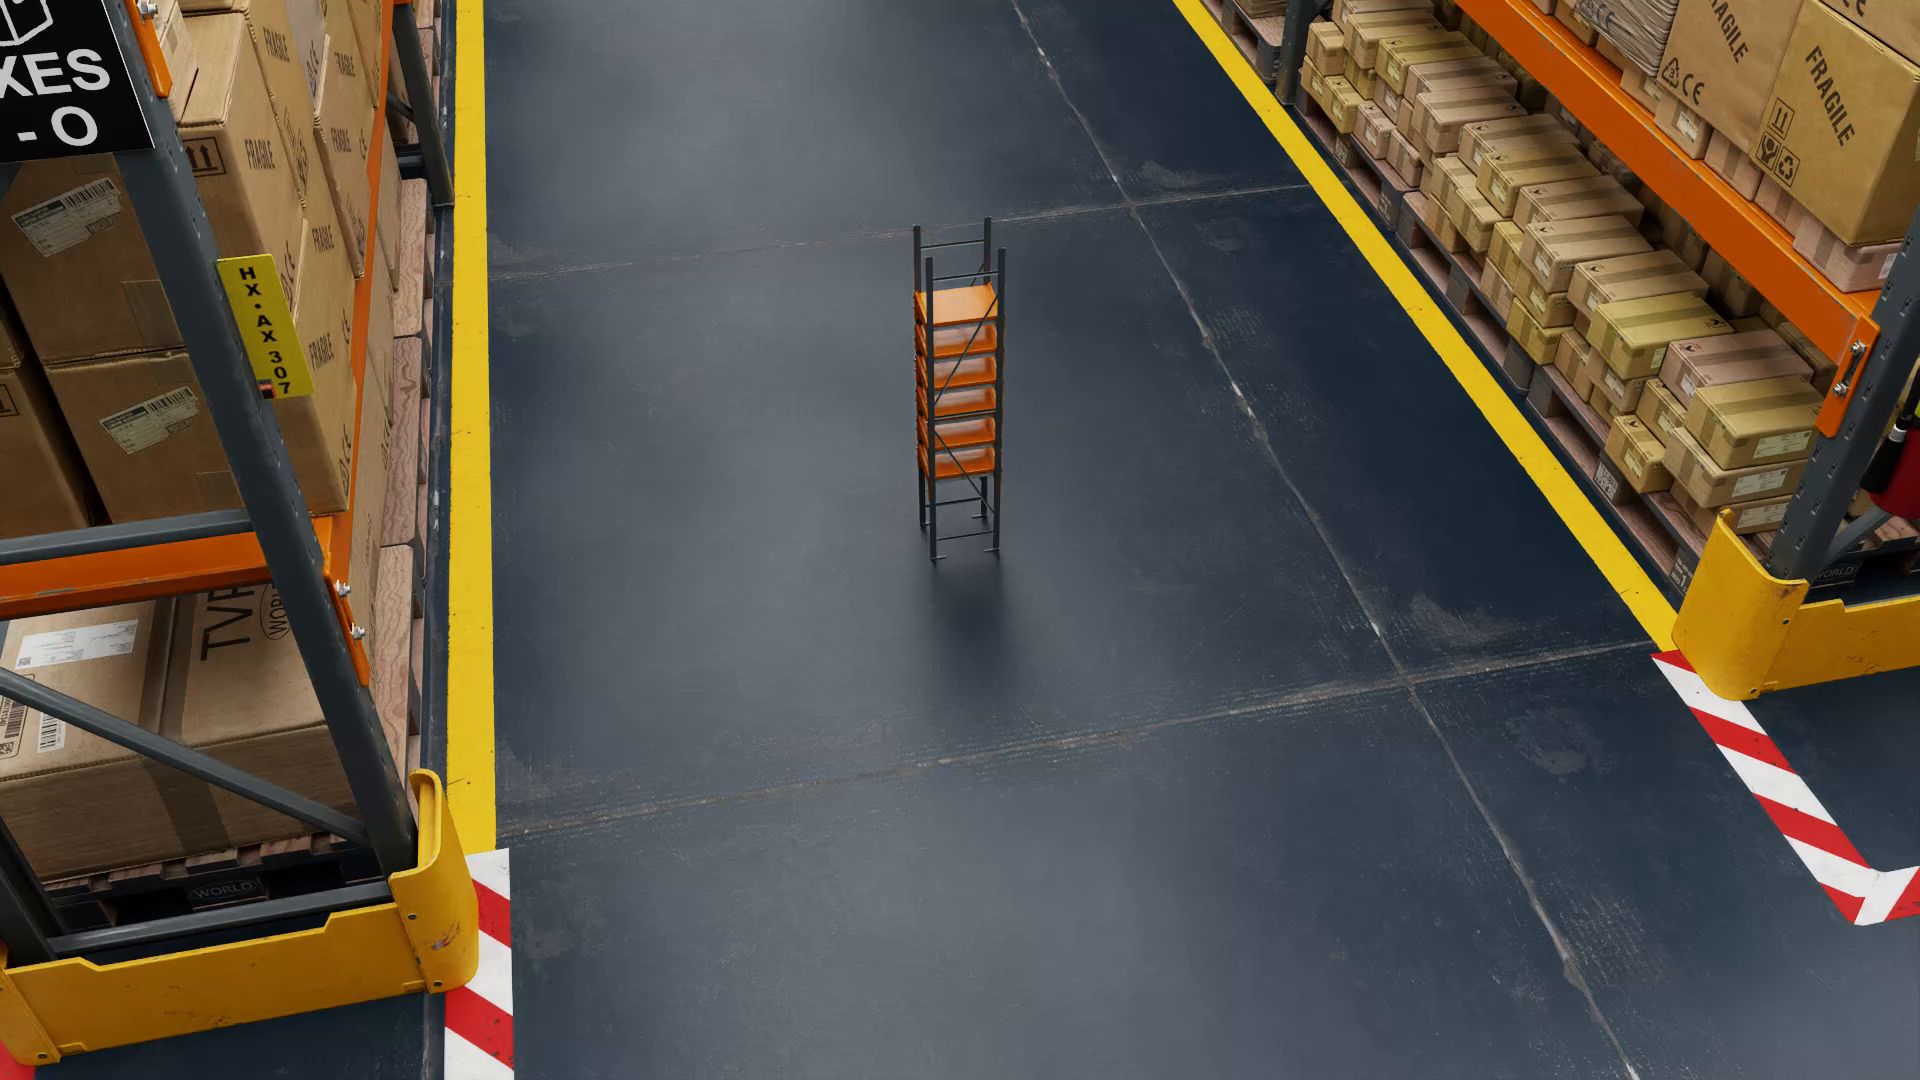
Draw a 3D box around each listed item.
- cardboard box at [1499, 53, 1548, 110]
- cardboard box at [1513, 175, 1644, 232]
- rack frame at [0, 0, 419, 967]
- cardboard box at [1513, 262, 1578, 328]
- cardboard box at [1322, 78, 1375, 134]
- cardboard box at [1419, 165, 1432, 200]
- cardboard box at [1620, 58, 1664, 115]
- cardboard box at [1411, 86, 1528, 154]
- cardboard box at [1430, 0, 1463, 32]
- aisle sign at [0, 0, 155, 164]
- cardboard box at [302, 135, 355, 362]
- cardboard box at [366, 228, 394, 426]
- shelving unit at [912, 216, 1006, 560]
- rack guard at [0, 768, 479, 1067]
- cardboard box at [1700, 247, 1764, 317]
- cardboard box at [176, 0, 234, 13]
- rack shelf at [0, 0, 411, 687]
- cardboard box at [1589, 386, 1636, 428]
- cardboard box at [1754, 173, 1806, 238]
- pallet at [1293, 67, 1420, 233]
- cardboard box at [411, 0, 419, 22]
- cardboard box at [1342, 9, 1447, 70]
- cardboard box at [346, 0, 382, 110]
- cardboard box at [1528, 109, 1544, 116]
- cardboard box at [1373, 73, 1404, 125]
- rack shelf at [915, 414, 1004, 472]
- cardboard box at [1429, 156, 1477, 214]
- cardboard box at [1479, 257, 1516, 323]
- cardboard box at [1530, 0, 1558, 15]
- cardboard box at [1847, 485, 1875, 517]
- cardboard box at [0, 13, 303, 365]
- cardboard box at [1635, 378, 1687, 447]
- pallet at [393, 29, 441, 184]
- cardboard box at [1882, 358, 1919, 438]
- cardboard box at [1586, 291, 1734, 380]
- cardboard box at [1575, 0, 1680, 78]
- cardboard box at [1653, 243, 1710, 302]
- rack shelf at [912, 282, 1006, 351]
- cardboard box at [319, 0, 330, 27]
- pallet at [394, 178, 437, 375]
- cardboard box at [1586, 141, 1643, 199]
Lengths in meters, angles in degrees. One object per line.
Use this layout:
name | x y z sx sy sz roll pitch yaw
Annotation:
cardboard box | 2.520 -1.970 7.093 0.380 0.149 0.250 -7 42 -8
cardboard box | 2.324 -1.228 6.257 0.380 0.149 0.250 -10 43 -11
rack frame | -1.893 0.018 3.470 1.000 3.000 0.127 -8 42 -9
cardboard box | 2.287 -0.931 6.146 0.380 0.149 0.250 -8 42 -9
cardboard box | 1.877 -1.986 7.559 0.380 0.149 0.250 -7 42 -8
cardboard box | 2.177 -1.506 7.018 0.380 0.149 0.250 -10 43 -11
cardboard box | 2.380 -1.498 5.367 0.380 0.149 0.250 -10 43 -11
cardboard box | 2.085 -1.724 6.815 0.380 0.149 0.250 -7 42 -8
cardboard box | 2.386 -2.470 7.656 0.380 0.149 0.250 -7 42 -8
aisle sign | -1.595 -0.949 2.602 0.394 0.787 0.004 -8 42 -9
cardboard box | -1.853 -0.696 4.199 0.500 0.500 0.500 -9 42 -10
cardboard box | -2.532 -0.771 5.973 0.875 0.438 0.875 -10 42 -11
shelving unit | -0.003 -0.458 5.362 0.258 1.200 0.189 -8 42 -9
rack guard | -1.888 0.968 4.283 1.175 0.500 0.348 -8 42 -9
cardboard box | 2.896 -0.951 5.944 0.380 0.149 0.250 -10 43 -11
cardboard box | -1.770 -1.250 3.582 0.380 0.149 0.250 -7 42 -8
rack shelf | -2.325 -1.009 5.170 1.077 0.370 4.000 -8 42 -9
cardboard box | 2.474 -0.495 5.879 0.380 0.149 0.250 -9 42 -9
cardboard box | 2.555 -1.000 4.807 0.380 0.149 0.250 -8 42 -9
pallet | 2.234 -1.877 7.705 1.003 0.211 1.213 -8 42 -9
cardboard box | -3.171 -2.912 8.055 0.875 0.875 0.875 -7 42 -8
cardboard box | 1.929 -2.223 7.378 0.380 0.149 0.250 -6 42 -7
cardboard box | -2.168 -1.692 5.321 0.500 0.500 0.500 -9 42 -10
cardboard box | 2.611 -1.709 7.023 0.380 0.149 0.250 -7 42 -8
cardboard box | 2.051 -1.967 7.314 0.380 0.149 0.250 -9 42 -10
rack shelf | -0.003 -0.335 5.471 0.258 0.103 0.180 -8 42 -9
cardboard box | 2.135 -1.437 6.717 0.380 0.149 0.250 -9 42 -10
cardboard box | 2.252 -0.989 6.436 0.380 0.149 0.250 -8 42 -8
cardboard box | 2.231 -2.011 5.946 0.380 0.149 0.250 -7 42 -8
cardboard box | 3.118 -0.233 5.584 0.380 0.149 0.250 -8 42 -8
cardboard box | -1.719 -0.745 3.502 0.500 0.500 0.500 -9 42 -10
cardboard box | 2.522 -0.437 5.590 0.380 0.149 0.250 -9 42 -10
pallet | -2.997 -2.021 7.868 1.003 0.211 1.213 -8 42 -9
cardboard box | 3.137 -0.459 5.390 0.380 0.149 0.250 -10 43 -11
cardboard box | 2.379 -0.698 5.660 0.380 0.149 0.250 -9 42 -10
cardboard box | 2.345 -1.822 5.243 0.500 0.500 0.500 -8 42 -9
cardboard box | 2.813 -1.007 6.232 0.380 0.149 0.250 -10 43 -11
rack shelf | -0.003 -0.694 5.153 0.258 0.103 0.180 -8 42 -9
cardboard box | -2.064 -1.735 4.617 0.500 0.500 0.500 -8 42 -9
pallet | -2.669 -1.028 6.749 1.003 0.211 1.213 -8 42 -9
cardboard box | 2.686 -1.458 6.516 0.380 0.149 0.250 -8 42 -9
